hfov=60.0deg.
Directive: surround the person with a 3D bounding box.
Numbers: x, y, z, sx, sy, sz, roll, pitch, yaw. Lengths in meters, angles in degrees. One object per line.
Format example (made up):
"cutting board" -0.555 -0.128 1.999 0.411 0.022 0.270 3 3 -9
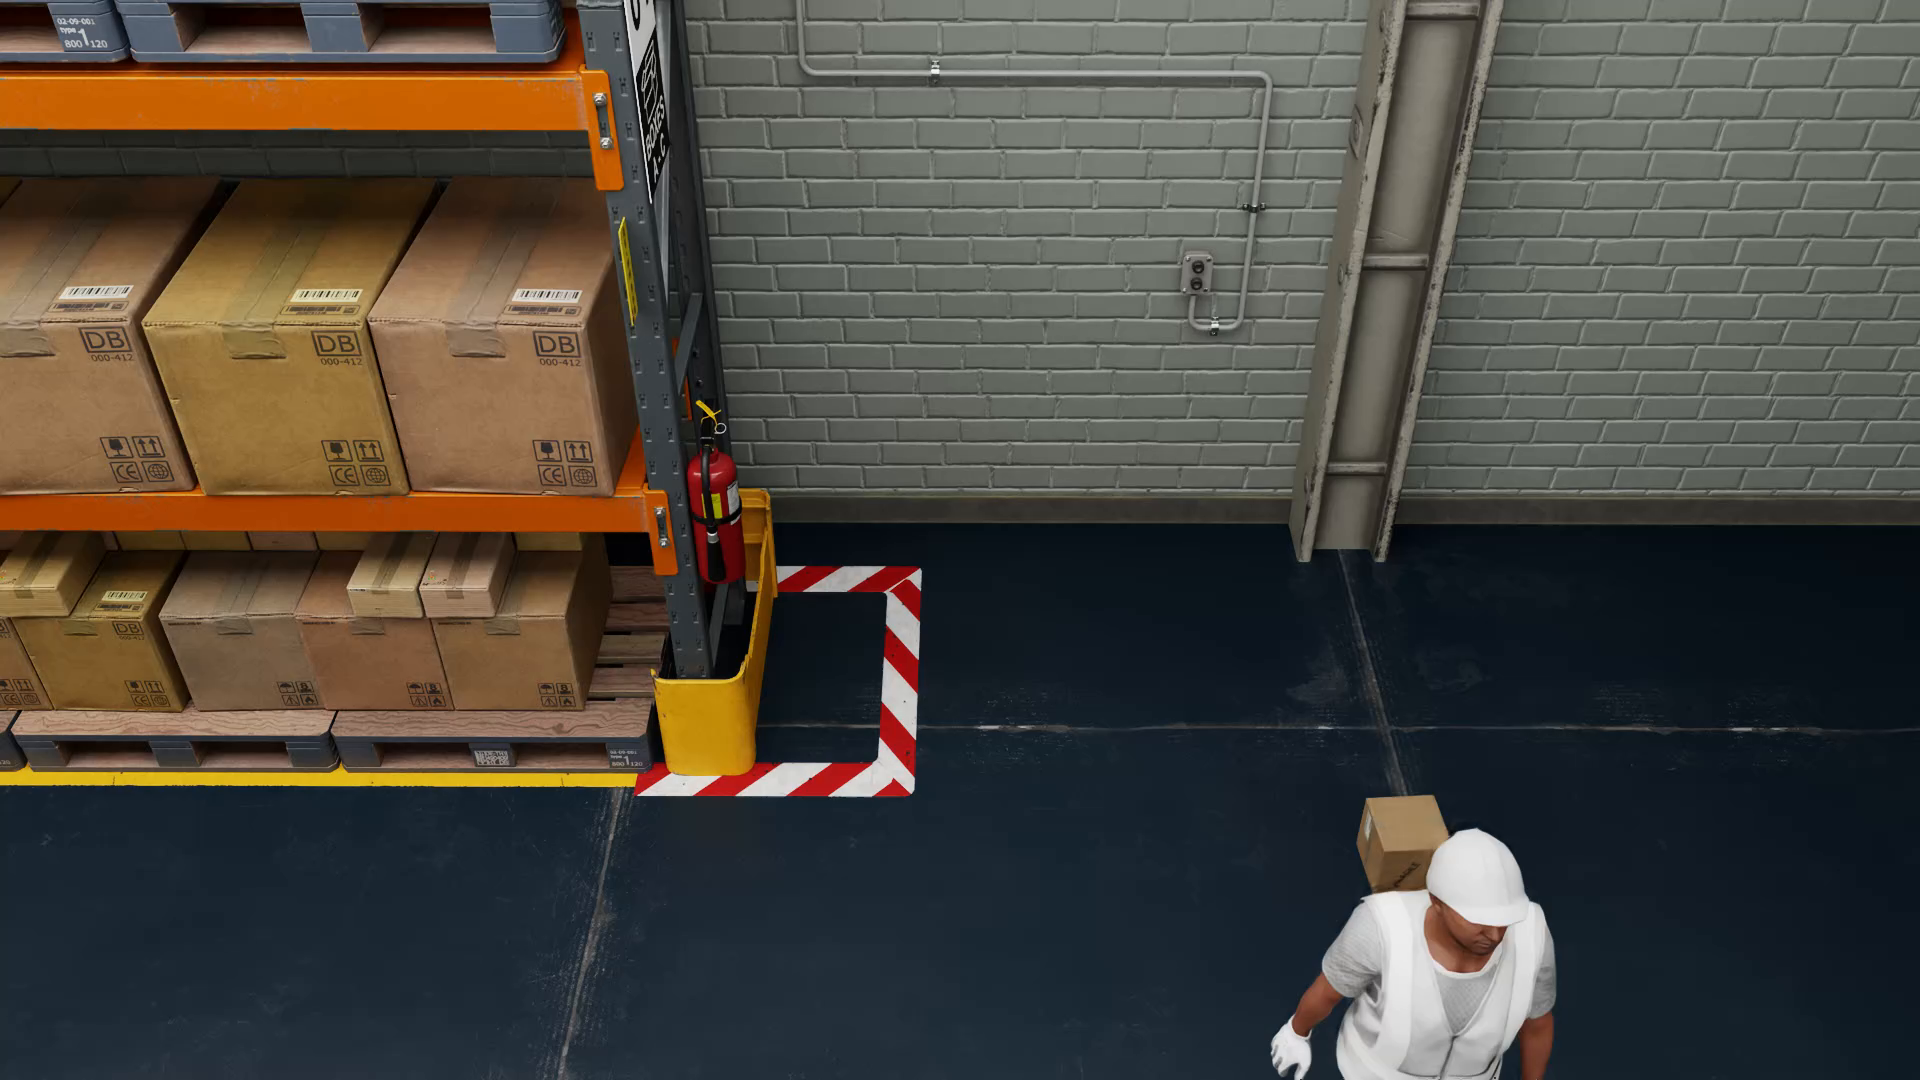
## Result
"person" 1.183 1.432 4.418 0.657 1.863 0.550 -2 39 -2
